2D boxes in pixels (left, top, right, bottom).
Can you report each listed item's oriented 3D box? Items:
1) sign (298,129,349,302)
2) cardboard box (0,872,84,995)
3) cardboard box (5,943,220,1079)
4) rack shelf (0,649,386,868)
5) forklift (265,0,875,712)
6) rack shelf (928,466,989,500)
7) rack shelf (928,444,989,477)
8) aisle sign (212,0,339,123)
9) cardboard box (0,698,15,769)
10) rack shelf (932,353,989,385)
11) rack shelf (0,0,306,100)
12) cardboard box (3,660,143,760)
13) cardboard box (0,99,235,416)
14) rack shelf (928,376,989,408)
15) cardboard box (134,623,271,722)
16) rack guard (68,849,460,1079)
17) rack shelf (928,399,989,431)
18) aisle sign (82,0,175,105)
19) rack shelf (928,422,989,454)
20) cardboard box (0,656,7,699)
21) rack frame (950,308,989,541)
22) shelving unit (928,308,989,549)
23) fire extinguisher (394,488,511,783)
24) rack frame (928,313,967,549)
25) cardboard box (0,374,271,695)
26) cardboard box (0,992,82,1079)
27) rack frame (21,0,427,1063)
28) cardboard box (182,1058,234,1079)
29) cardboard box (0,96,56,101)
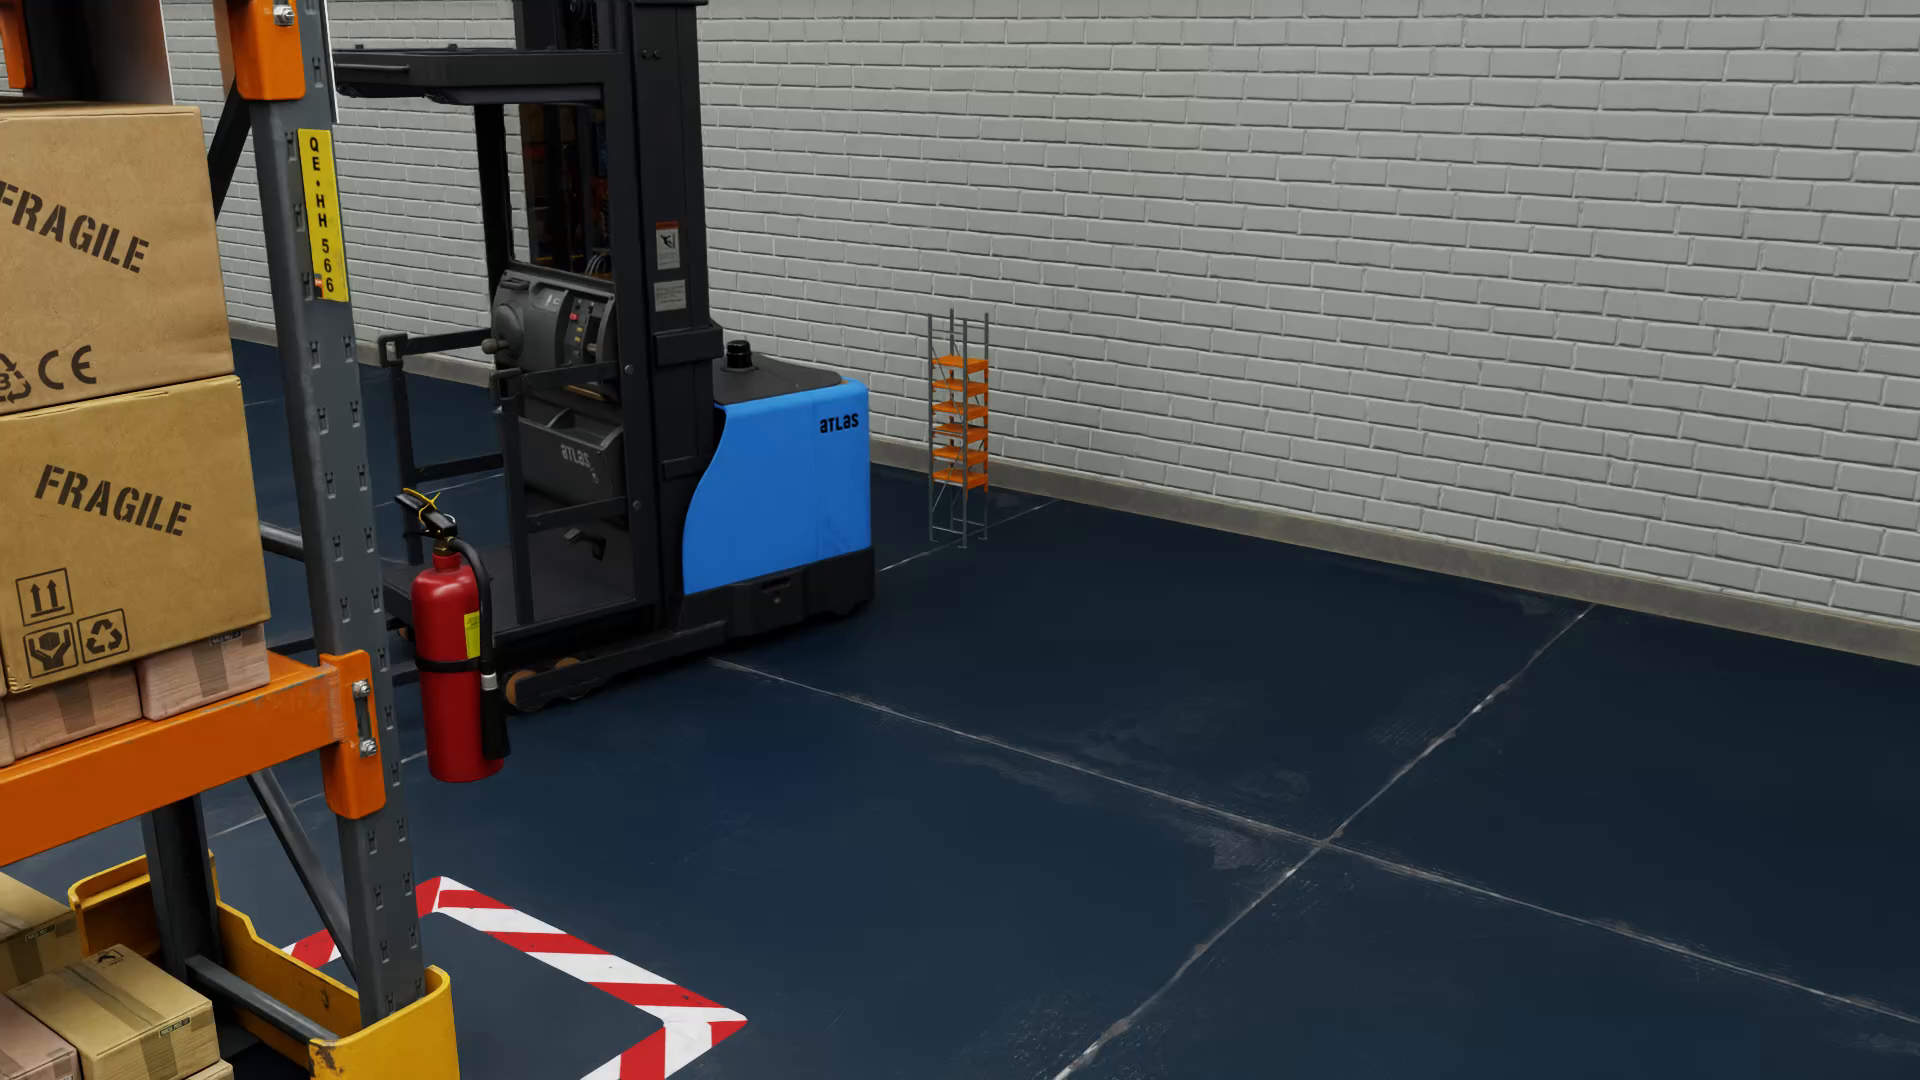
[{"bbox_3d":[-1.233,-0.627,3.221,0.100,0.325,0.005,12,21,35],"label":"sign"},{"bbox_3d":[-2.252,0.915,3.835,0.380,0.149,0.250,11,21,32],"label":"cardboard box"},{"bbox_3d":[-1.779,1.021,3.493,0.380,0.149,0.250,13,21,35],"label":"cardboard box"},{"bbox_3d":[-2.859,0.793,2.344,1.077,0.370,4.000,12,21,35],"label":"rack shelf"},{"bbox_3d":[-1.827,-0.894,6.682,3.031,2.935,1.130,-15,23,-40],"label":"forklift"},{"bbox_3d":[-0.009,-0.298,8.639,0.258,0.103,0.180,12,21,35],"label":"rack shelf"},{"bbox_3d":[-0.009,-0.413,8.603,0.258,0.103,0.180,12,21,35],"label":"rack shelf"},{"bbox_3d":[-1.383,-1.232,3.271,0.394,0.787,0.004,12,21,35],"label":"aisle sign"},{"bbox_3d":[-1.950,0.336,3.027,0.380,0.149,0.250,12,21,34],"label":"cardboard box"},{"bbox_3d":[-0.009,-0.871,8.461,0.258,0.103,0.180,12,21,35],"label":"rack shelf"},{"bbox_3d":[-2.859,-0.639,1.899,1.077,0.370,4.000,12,21,35],"label":"rack shelf"},{"bbox_3d":[-1.813,0.274,3.228,0.380,0.149,0.250,12,21,35],"label":"cardboard box"},{"bbox_3d":[-1.740,-0.541,3.071,0.500,0.500,0.500,12,21,34],"label":"cardboard box"},{"bbox_3d":[-0.009,-0.756,8.497,0.258,0.103,0.180,12,21,35],"label":"rack shelf"},{"bbox_3d":[-1.634,0.221,3.397,0.380,0.149,0.250,12,21,35],"label":"cardboard box"},{"bbox_3d":[-1.712,1.185,4.083,1.175,0.500,0.348,12,21,35],"label":"rack guard"},{"bbox_3d":[-0.009,-0.642,8.532,0.258,0.103,0.180,12,21,35],"label":"rack shelf"},{"bbox_3d":[-1.865,-1.338,3.612,0.394,0.787,0.004,12,21,35],"label":"aisle sign"},{"bbox_3d":[-0.009,-0.527,8.568,0.258,0.103,0.180,12,21,35],"label":"rack shelf"},{"bbox_3d":[-2.039,0.058,2.829,0.500,0.500,0.500,12,21,34],"label":"cardboard box"},{"bbox_3d":[0.046,-0.591,8.625,0.240,1.200,0.006,12,21,35],"label":"rack frame"},{"bbox_3d":[-0.009,-0.570,8.555,0.258,1.200,0.189,12,21,35],"label":"shelving unit"},{"bbox_3d":[-1.146,0.210,3.768,0.296,0.674,0.183,12,21,35],"label":"fire extinguisher"},{"bbox_3d":[-0.063,-0.548,8.485,0.240,1.200,0.006,12,21,35],"label":"rack frame"},{"bbox_3d":[-1.728,-0.064,3.221,0.500,0.500,0.500,13,21,36],"label":"cardboard box"},{"bbox_3d":[-1.975,1.071,3.333,0.380,0.149,0.250,13,21,36],"label":"cardboard box"},{"bbox_3d":[-1.667,-0.026,3.771,1.000,3.000,0.127,12,21,35],"label":"rack frame"},{"bbox_3d":[-1.752,1.169,3.520,0.380,0.149,0.250,12,21,33],"label":"cardboard box"},{"bbox_3d":[-2.148,-0.634,3.371,0.500,0.500,0.500,12,21,34],"label":"cardboard box"}]
